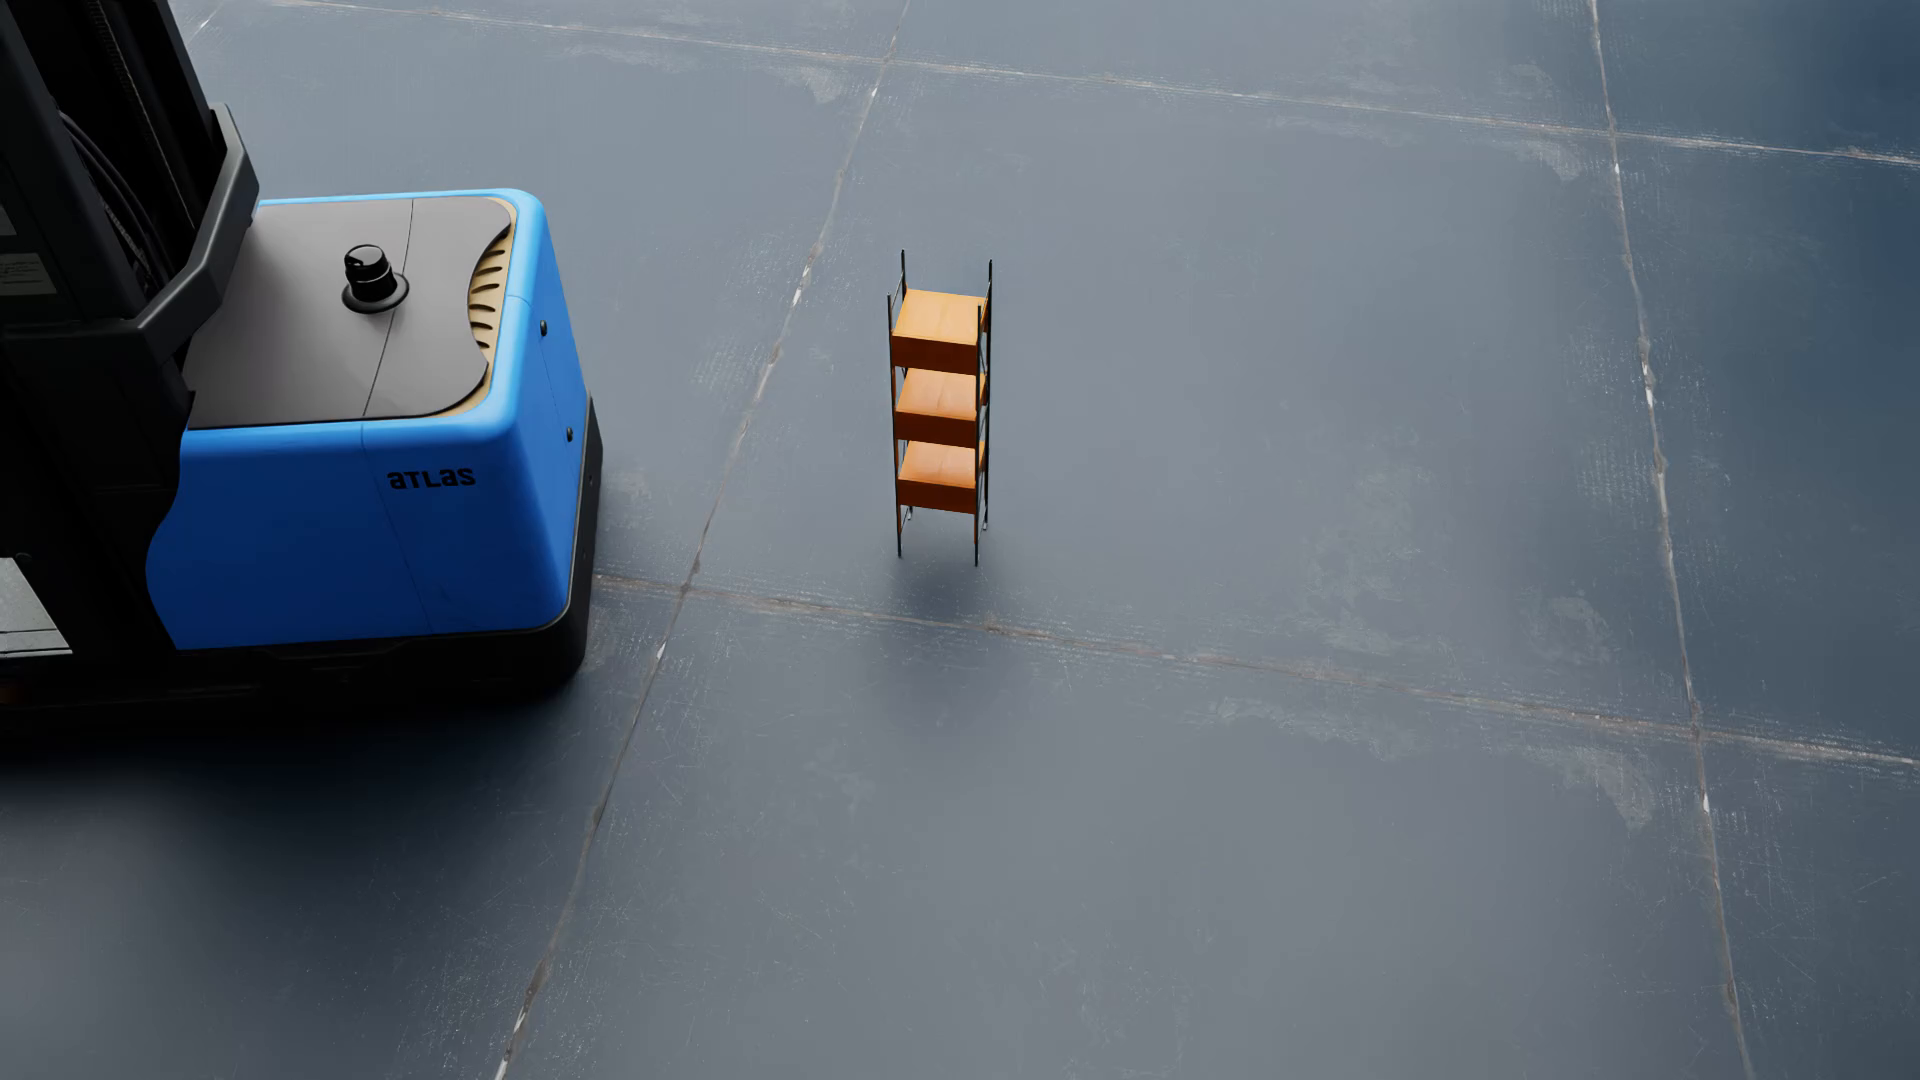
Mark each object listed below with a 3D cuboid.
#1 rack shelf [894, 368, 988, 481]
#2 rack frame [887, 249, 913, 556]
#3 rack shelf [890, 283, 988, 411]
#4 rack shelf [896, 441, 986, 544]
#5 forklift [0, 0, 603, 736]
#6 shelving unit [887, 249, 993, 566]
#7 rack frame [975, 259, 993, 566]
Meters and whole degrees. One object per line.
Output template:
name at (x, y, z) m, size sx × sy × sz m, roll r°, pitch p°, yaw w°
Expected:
rack shelf at (-0.053, -0.351, 4.874) m, size 0.240 × 0.259 × 0.215 m, roll 8°, pitch 49°, yaw 7°
rack frame at (-0.173, -0.374, 4.880) m, size 0.008 × 1.050 × 0.200 m, roll 8°, pitch 49°, yaw 7°
rack shelf at (-0.053, -0.541, 4.663) m, size 0.240 × 0.259 × 0.215 m, roll 8°, pitch 49°, yaw 7°
rack shelf at (-0.053, -0.165, 5.080) m, size 0.240 × 0.259 × 0.215 m, roll 8°, pitch 49°, yaw 7°
forklift at (-2.639, -0.821, 4.017) m, size 3.031 × 2.935 × 1.130 m, roll -3°, pitch 48°, yaw -3°
shelving unit at (-0.053, -0.358, 4.866) m, size 0.252 × 1.050 × 0.215 m, roll 8°, pitch 49°, yaw 7°
rack frame at (0.067, -0.342, 4.851) m, size 0.008 × 1.050 × 0.200 m, roll 8°, pitch 49°, yaw 7°
